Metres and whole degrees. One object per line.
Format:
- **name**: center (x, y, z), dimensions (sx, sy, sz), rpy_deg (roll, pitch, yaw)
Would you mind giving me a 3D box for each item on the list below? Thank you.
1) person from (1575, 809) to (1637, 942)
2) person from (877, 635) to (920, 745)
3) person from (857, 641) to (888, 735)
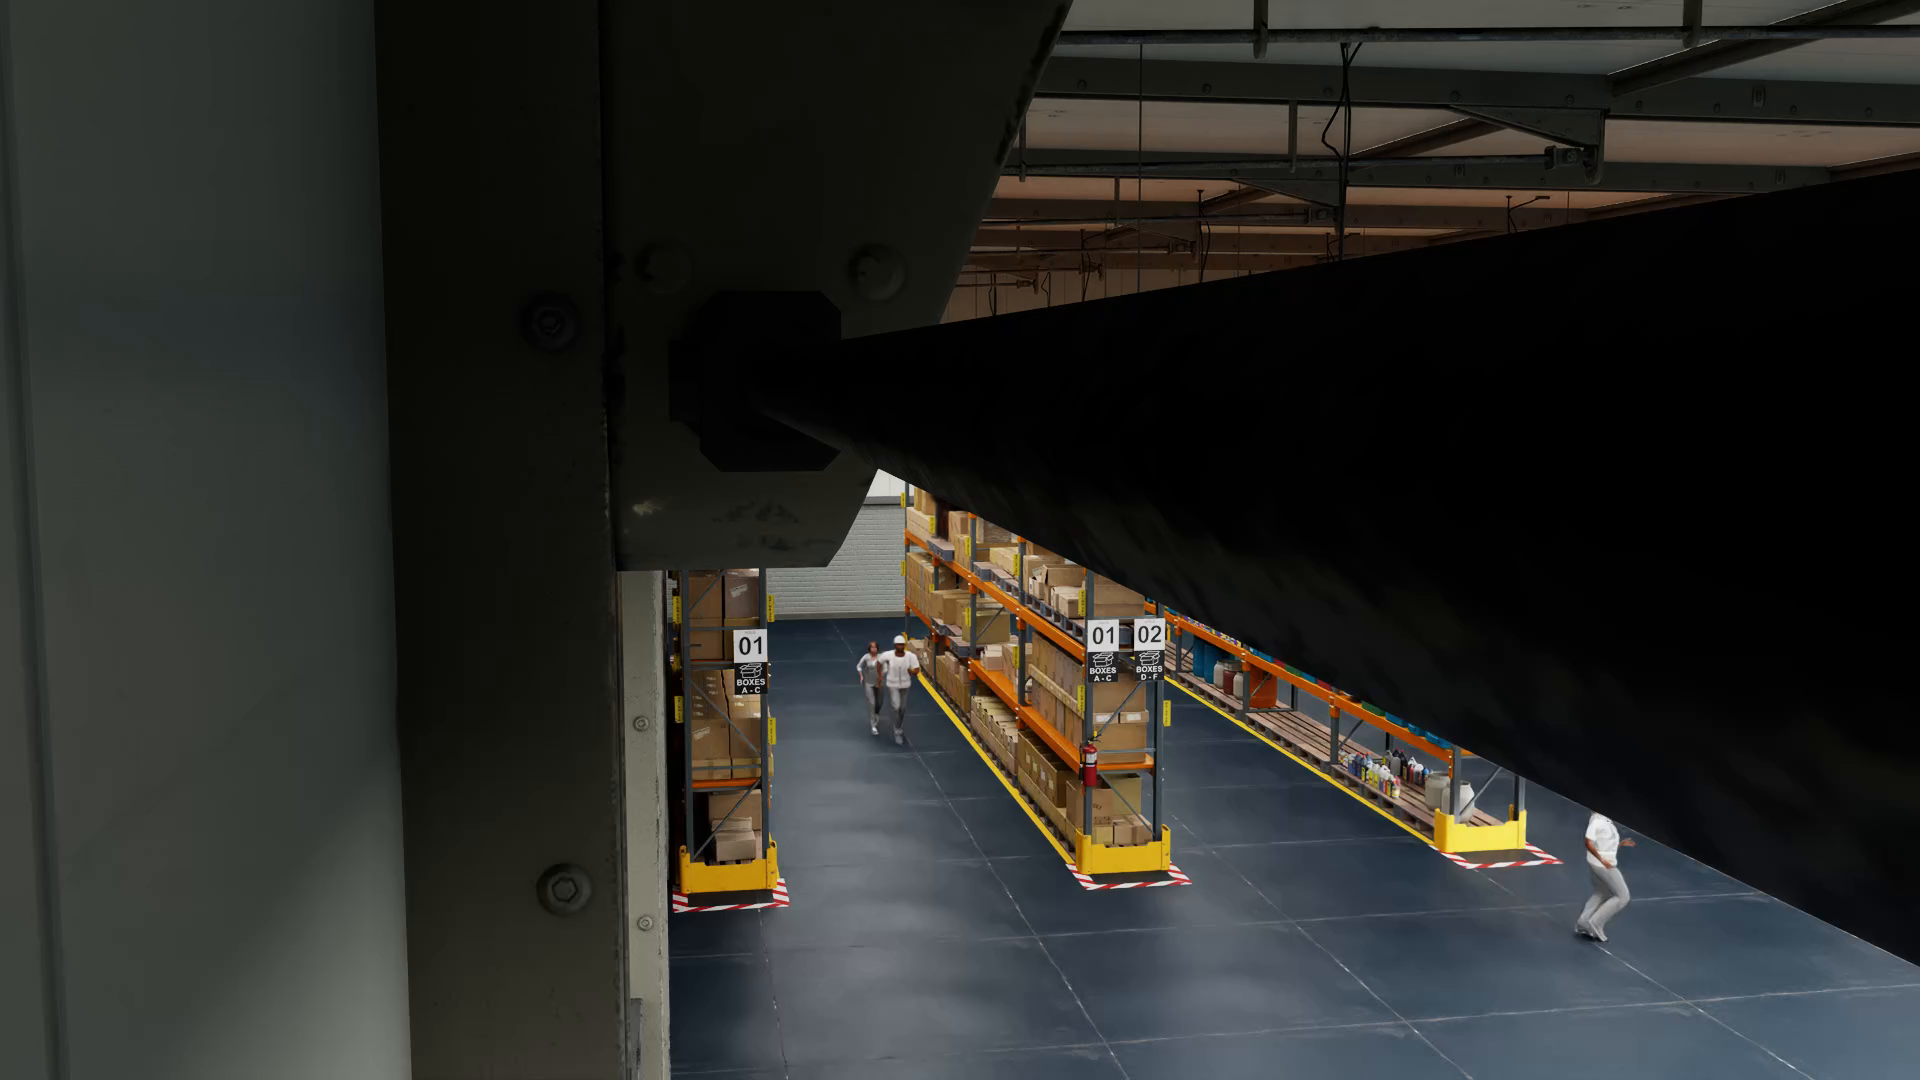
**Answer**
- **person**: center (7.157, 3.596, 18.365), dimensions (0.609, 1.693, 0.559), rpy_deg (1, 6, 13)
- **person**: center (-1.036, 2.514, 28.266), dimensions (0.676, 1.819, 0.876), rpy_deg (-2, 6, -16)
- **person**: center (-1.504, 2.533, 28.903), dimensions (0.543, 1.575, 0.854), rpy_deg (-1, 6, -11)
